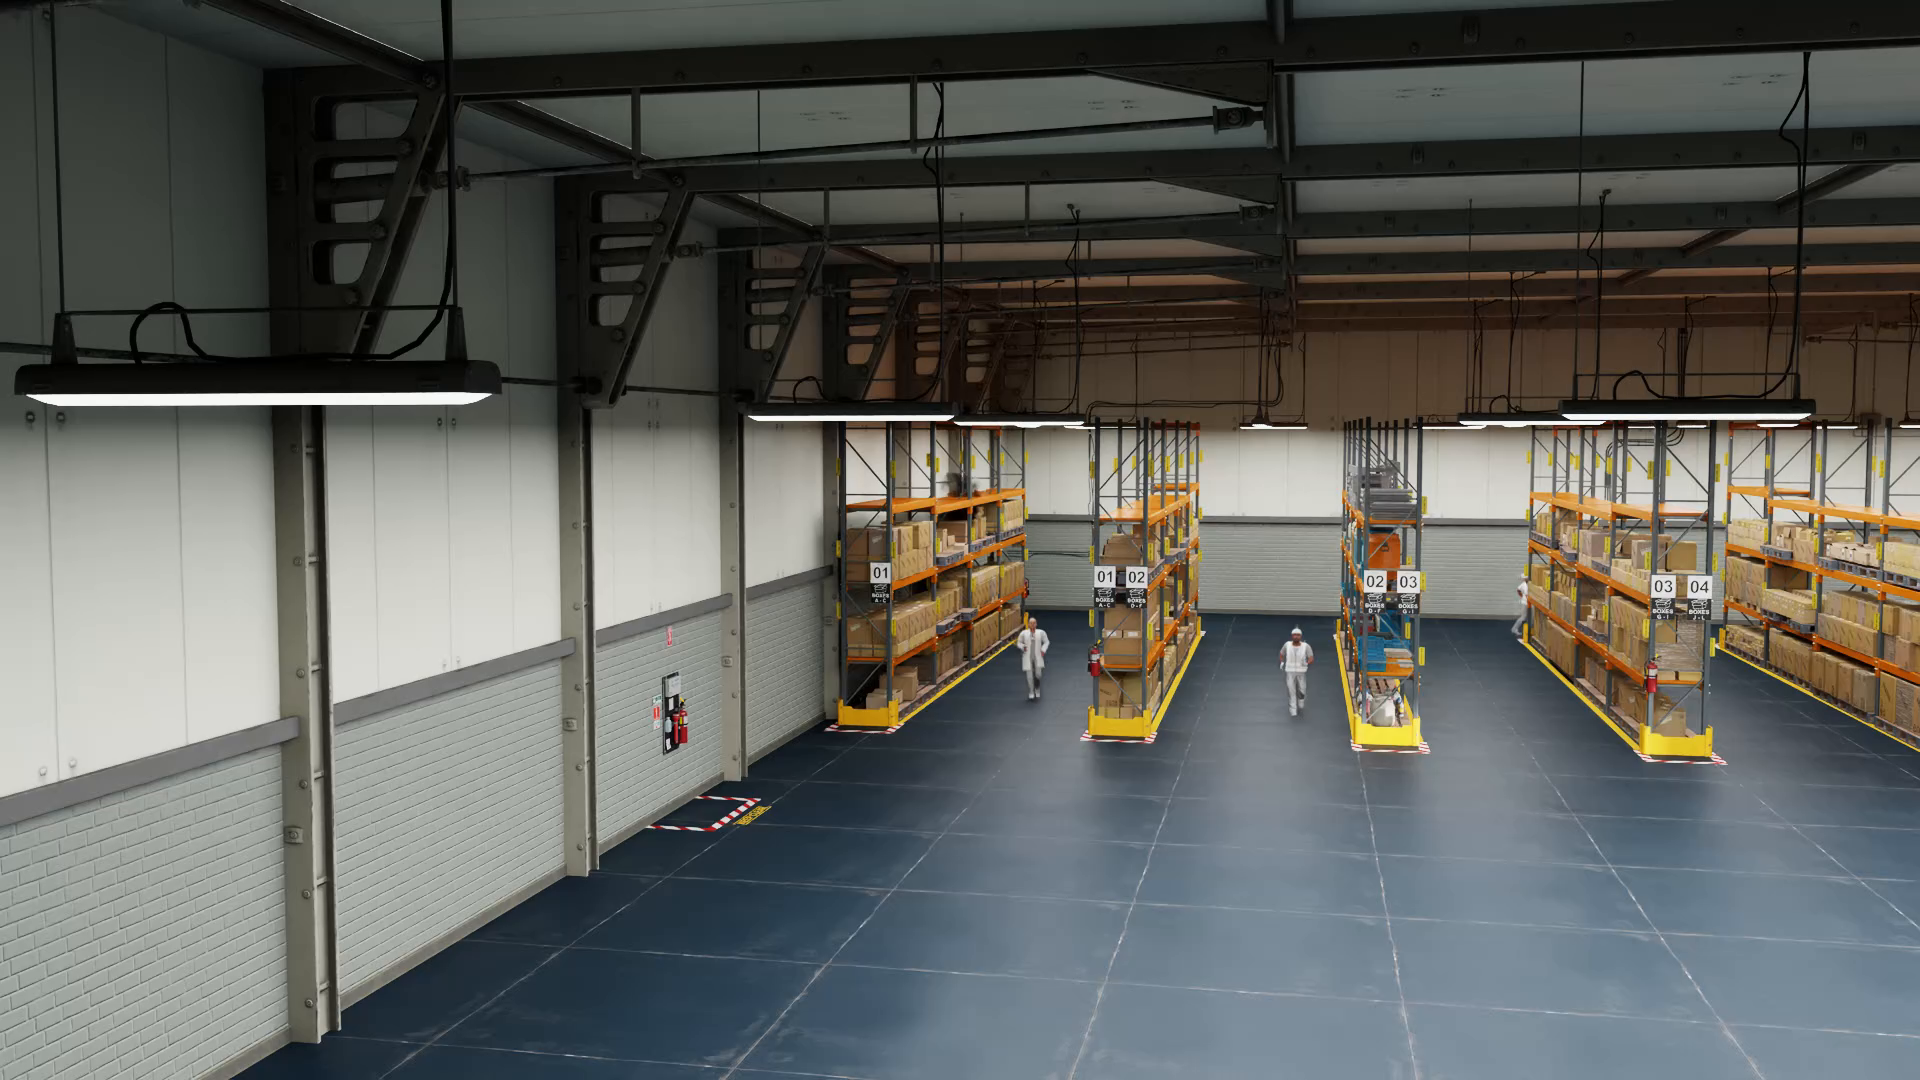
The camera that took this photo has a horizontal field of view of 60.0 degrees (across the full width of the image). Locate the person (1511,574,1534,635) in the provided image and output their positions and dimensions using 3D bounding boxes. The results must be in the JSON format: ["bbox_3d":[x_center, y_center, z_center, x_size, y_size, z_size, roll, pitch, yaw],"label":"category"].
[{"bbox_3d":[15.824,1.831,46.436,0.775,1.825,0.683,2,4,22],"label":"person"}]

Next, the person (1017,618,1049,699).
[{"bbox_3d":[1.560,2.543,35.467,0.697,1.741,0.639,0,4,1],"label":"person"}]

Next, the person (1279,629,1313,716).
[{"bbox_3d":[6.799,2.666,33.675,0.696,1.750,0.818,1,4,13],"label":"person"}]
